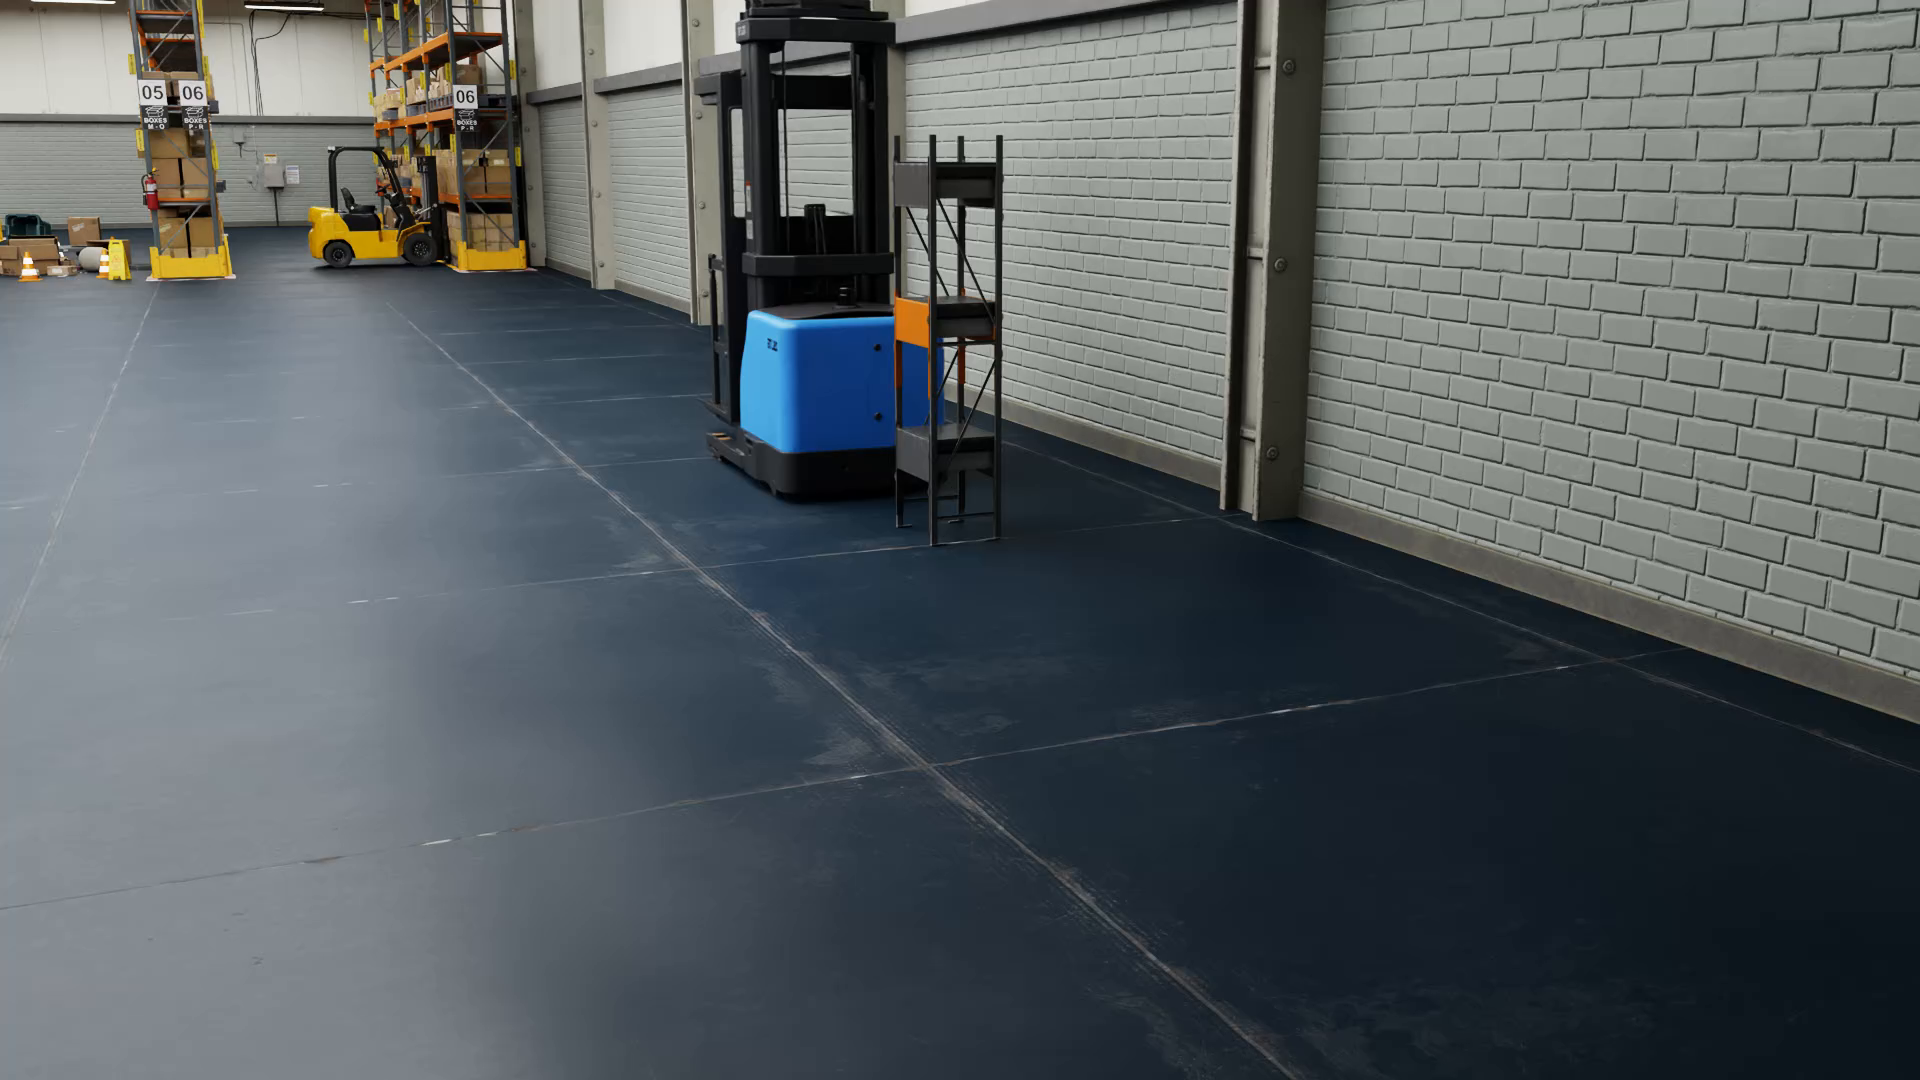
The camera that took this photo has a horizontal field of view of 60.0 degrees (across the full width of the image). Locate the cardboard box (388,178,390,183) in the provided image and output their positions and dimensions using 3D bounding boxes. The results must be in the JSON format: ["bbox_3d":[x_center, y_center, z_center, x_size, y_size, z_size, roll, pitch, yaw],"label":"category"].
[{"bbox_3d":[-14.057,-8.965,41.509,0.380,0.149,0.250,-6,14,-24],"label":"cardboard box"}]

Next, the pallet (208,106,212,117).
[{"bbox_3d":[-16.490,-9.056,35.112,1.213,0.211,1.003,-5,14,-20],"label":"pallet"}]

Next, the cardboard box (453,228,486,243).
[{"bbox_3d":[-8.914,-5.536,30.193,0.500,0.250,0.500,-6,14,-24],"label":"cardboard box"}]

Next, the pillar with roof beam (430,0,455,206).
[{"bbox_3d":[-16.637,-11.593,39.003,9.100,9.000,0.400,-6,14,-23],"label":"pillar with roof beam"}]

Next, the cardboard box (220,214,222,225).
[{"bbox_3d":[-18.298,-7.665,40.089,0.875,0.438,0.875,-6,14,-25],"label":"cardboard box"}]

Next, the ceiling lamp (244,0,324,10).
[{"bbox_3d":[-18.048,-15.770,44.106,2.000,3.185,0.800,-6,14,-23],"label":"ceiling lamp"}]

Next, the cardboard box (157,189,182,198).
[{"bbox_3d":[-13.325,-5.841,28.012,0.380,0.149,0.250,-5,14,-21],"label":"cardboard box"}]

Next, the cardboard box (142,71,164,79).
[{"bbox_3d":[-13.385,-7.676,27.521,0.380,0.149,0.250,-5,14,-22],"label":"cardboard box"}]

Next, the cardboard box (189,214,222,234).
[{"bbox_3d":[-13.466,-5.544,29.677,0.500,0.500,0.500,-5,14,-22],"label":"cardboard box"}]

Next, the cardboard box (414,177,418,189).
[{"bbox_3d":[-11.486,-7.716,35.890,0.500,0.250,0.500,-6,14,-24],"label":"cardboard box"}]

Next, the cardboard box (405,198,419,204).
[{"bbox_3d":[-13.191,-8.134,39.877,0.380,0.149,0.250,-6,14,-26],"label":"cardboard box"}]

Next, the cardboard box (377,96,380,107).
[{"bbox_3d":[-14.494,-11.113,42.147,0.500,0.250,0.500,-6,14,-24],"label":"cardboard box"}]

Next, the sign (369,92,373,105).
[{"bbox_3d":[-15.339,-11.498,43.308,0.100,0.325,0.005,-6,14,-23],"label":"sign"}]

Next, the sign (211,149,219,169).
[{"bbox_3d":[-12.482,-6.376,27.848,0.100,0.325,0.005,-6,14,-23],"label":"sign"}]

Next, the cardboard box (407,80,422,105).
[{"bbox_3d":[-11.570,-9.599,35.666,0.500,0.500,0.500,-5,14,-22],"label":"cardboard box"}]

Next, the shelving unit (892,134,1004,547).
[{"bbox_3d":[-0.066,-1.057,8.781,0.431,2.100,0.503,-6,14,-23],"label":"shelving unit"}]

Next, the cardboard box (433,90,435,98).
[{"bbox_3d":[-9.825,-8.494,31.671,0.380,0.149,0.250,-5,14,-21],"label":"cardboard box"}]

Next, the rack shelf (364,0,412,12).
[{"bbox_3d":[-14.040,-13.439,41.201,1.077,0.370,4.000,-6,14,-23],"label":"rack shelf"}]

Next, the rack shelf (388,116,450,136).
[{"bbox_3d":[-12.438,-9.532,38.344,1.077,0.370,4.000,-6,14,-23],"label":"rack shelf"}]

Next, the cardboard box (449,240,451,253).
[{"bbox_3d":[-9.293,-5.496,31.131,0.500,0.250,0.500,-5,14,-22],"label":"cardboard box"}]

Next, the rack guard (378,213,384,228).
[{"bbox_3d":[-14.811,-8.427,44.171,1.175,0.500,0.348,-6,14,-23],"label":"rack guard"}]

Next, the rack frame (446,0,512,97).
[{"bbox_3d":[-8.432,-9.277,28.998,1.000,3.000,0.127,-6,14,-23],"label":"rack frame"}]

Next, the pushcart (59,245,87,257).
[{"bbox_3d":[-16.650,-5.238,30.666,1.648,0.377,0.936,-12,18,-42],"label":"pushcart"}]

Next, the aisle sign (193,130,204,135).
[{"bbox_3d":[-19.133,-10.521,41.908,0.394,0.787,0.004,-6,14,-23],"label":"aisle sign"}]

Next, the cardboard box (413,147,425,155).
[{"bbox_3d":[-13.592,-9.603,41.718,0.500,0.500,0.500,-6,14,-25],"label":"cardboard box"}]

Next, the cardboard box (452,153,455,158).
[{"bbox_3d":[-9.026,-7.019,30.225,0.380,0.149,0.250,-5,14,-22],"label":"cardboard box"}]

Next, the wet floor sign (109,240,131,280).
[{"bbox_3d":[-13.883,-4.623,27.412,0.267,0.644,0.232,-1,13,-4],"label":"wet floor sign"}]

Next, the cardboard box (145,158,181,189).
[{"bbox_3d":[-13.449,-6.186,28.066,0.500,0.500,0.500,-6,14,-24],"label":"cardboard box"}]

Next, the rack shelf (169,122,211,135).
[{"bbox_3d":[-16.985,-9.082,36.403,1.077,0.370,4.000,-6,14,-23],"label":"rack shelf"}]

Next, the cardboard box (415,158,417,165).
[{"bbox_3d":[-11.545,-8.174,35.874,0.380,0.149,0.250,-5,14,-21],"label":"cardboard box"}]

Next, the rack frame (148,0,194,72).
[{"bbox_3d":[-17.786,-11.308,37.769,1.000,3.000,0.127,-6,14,-23],"label":"rack frame"}]

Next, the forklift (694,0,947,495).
[{"bbox_3d":[-1.086,-1.983,10.937,1.130,2.935,3.031,-5,14,-21],"label":"forklift"}]

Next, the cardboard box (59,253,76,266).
[{"bbox_3d":[-16.221,-5.038,30.048,0.396,0.266,0.258,6,14,26],"label":"cardboard box"}]

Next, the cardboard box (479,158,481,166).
[{"bbox_3d":[-8.583,-6.911,30.418,0.380,0.149,0.250,-6,14,-24],"label":"cardboard box"}]

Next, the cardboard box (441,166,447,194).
[{"bbox_3d":[-9.486,-6.798,31.368,0.500,0.500,0.500,-6,14,-23],"label":"cardboard box"}]

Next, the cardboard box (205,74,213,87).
[{"bbox_3d":[-14.657,-8.827,31.998,0.500,0.250,0.500,-6,14,-24],"label":"cardboard box"}]

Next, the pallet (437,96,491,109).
[{"bbox_3d":[-9.184,-8.174,31.078,1.003,0.211,1.213,-6,14,-23],"label":"pallet"}]

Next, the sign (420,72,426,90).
[{"bbox_3d":[-10.528,-8.997,32.592,0.100,0.325,0.005,-6,14,-23],"label":"sign"}]

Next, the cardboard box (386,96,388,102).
[{"bbox_3d":[-13.287,-10.365,39.093,0.380,0.149,0.250,-6,14,-24],"label":"cardboard box"}]

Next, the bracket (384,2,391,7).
[{"bbox_3d":[-16.537,-15.518,47.981,0.235,0.232,0.430,-6,14,-23],"label":"bracket"}]

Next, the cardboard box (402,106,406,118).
[{"bbox_3d":[-12.065,-9.480,36.858,0.500,0.250,0.500,-6,14,-25],"label":"cardboard box"}]
